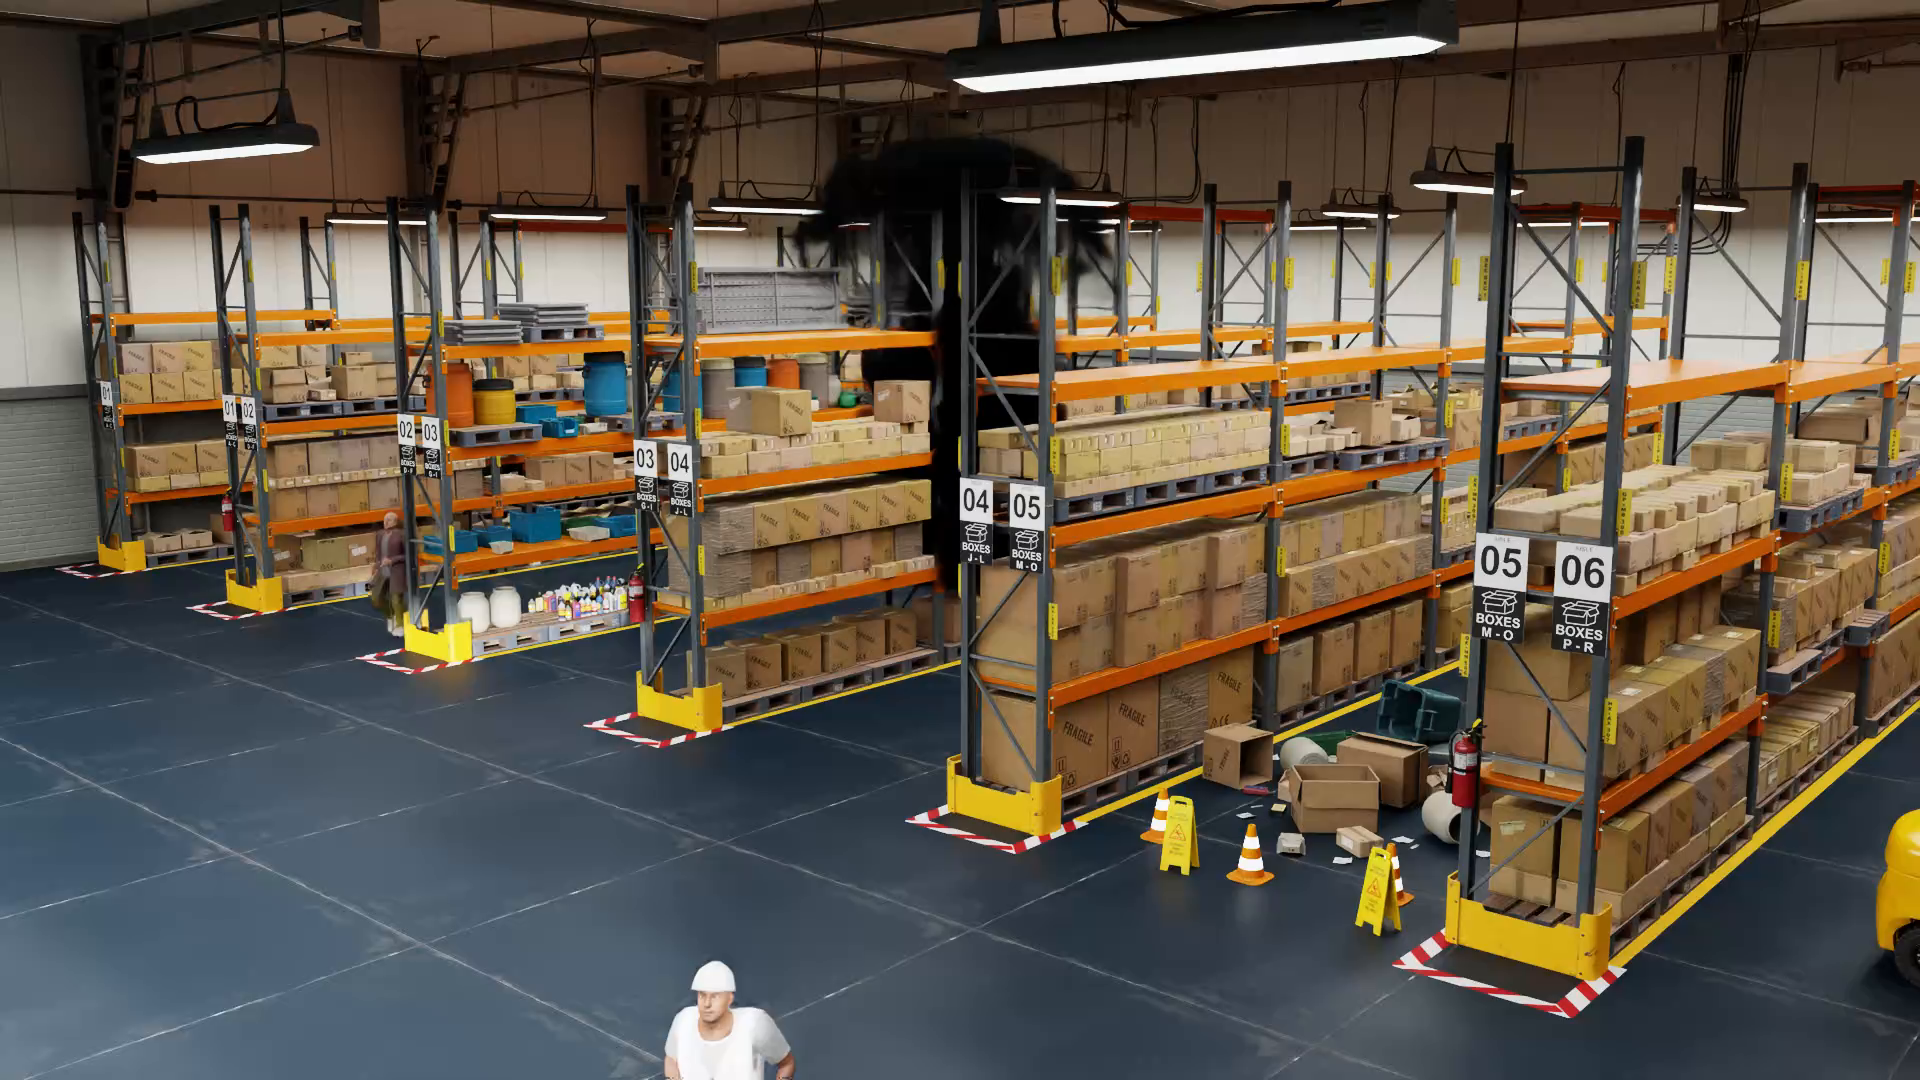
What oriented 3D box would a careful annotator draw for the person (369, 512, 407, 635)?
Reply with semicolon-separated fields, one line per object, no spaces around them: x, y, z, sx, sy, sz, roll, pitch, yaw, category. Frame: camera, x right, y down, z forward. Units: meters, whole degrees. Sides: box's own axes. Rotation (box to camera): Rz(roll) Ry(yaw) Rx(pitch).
-7.914;0.483;23.058;0.691;1.740;0.648;2;10;14;person

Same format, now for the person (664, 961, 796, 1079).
-1.156;2.927;8.368;0.679;1.772;0.831;1;10;5;person
